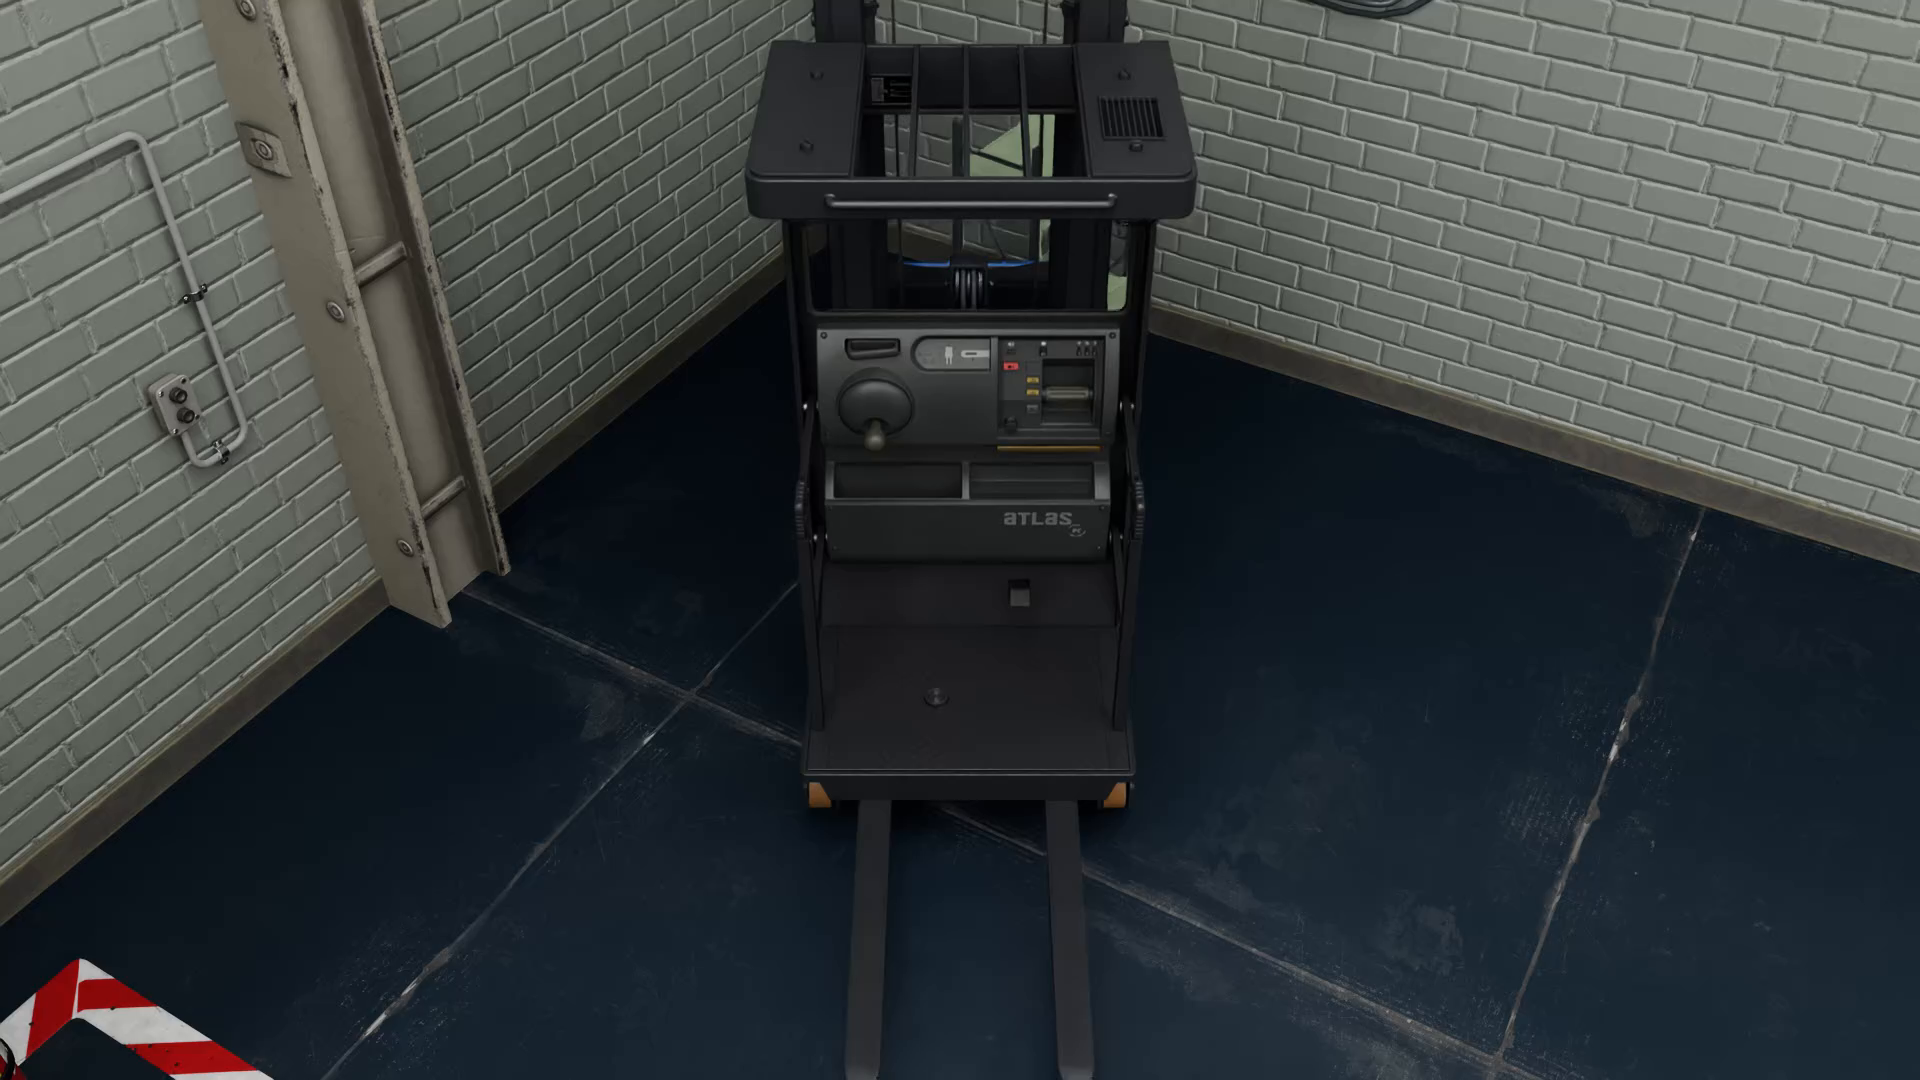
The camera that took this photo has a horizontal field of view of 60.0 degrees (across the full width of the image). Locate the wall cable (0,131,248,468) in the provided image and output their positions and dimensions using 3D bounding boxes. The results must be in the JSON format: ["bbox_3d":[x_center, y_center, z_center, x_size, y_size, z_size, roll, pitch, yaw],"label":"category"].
[{"bbox_3d":[-2.795,-0.546,4.332,0.084,1.984,1.851,21,45,22],"label":"wall cable"}]

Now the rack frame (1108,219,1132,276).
[{"bbox_3d":[0.571,-1.343,7.141,0.400,1.500,0.023,26,47,26],"label":"rack frame"}]

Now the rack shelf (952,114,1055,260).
[{"bbox_3d":[0.355,-1.441,6.661,0.431,0.370,0.720,26,47,26],"label":"rack shelf"}]

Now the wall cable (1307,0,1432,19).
[{"bbox_3d":[0.523,-3.324,6.065,3.097,2.526,0.112,21,45,22],"label":"wall cable"}]

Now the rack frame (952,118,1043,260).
[{"bbox_3d":[0.139,-0.953,6.697,0.400,1.500,0.023,26,47,26],"label":"rack frame"}]

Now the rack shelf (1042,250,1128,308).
[{"bbox_3d":[0.355,-0.903,7.134,0.431,0.370,0.720,26,47,26],"label":"rack shelf"}]

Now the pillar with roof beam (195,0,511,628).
[{"bbox_3d":[1.713,-1.778,1.960,9.100,9.000,0.400,21,45,22],"label":"pillar with roof beam"}]

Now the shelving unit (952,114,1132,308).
[{"bbox_3d":[0.355,-1.148,6.919,0.431,1.500,0.755,26,47,26],"label":"shelving unit"}]

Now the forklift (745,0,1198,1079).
[{"bbox_3d":[0.027,-0.390,4.975,1.130,2.935,3.031,0,41,0],"label":"forklift"}]
